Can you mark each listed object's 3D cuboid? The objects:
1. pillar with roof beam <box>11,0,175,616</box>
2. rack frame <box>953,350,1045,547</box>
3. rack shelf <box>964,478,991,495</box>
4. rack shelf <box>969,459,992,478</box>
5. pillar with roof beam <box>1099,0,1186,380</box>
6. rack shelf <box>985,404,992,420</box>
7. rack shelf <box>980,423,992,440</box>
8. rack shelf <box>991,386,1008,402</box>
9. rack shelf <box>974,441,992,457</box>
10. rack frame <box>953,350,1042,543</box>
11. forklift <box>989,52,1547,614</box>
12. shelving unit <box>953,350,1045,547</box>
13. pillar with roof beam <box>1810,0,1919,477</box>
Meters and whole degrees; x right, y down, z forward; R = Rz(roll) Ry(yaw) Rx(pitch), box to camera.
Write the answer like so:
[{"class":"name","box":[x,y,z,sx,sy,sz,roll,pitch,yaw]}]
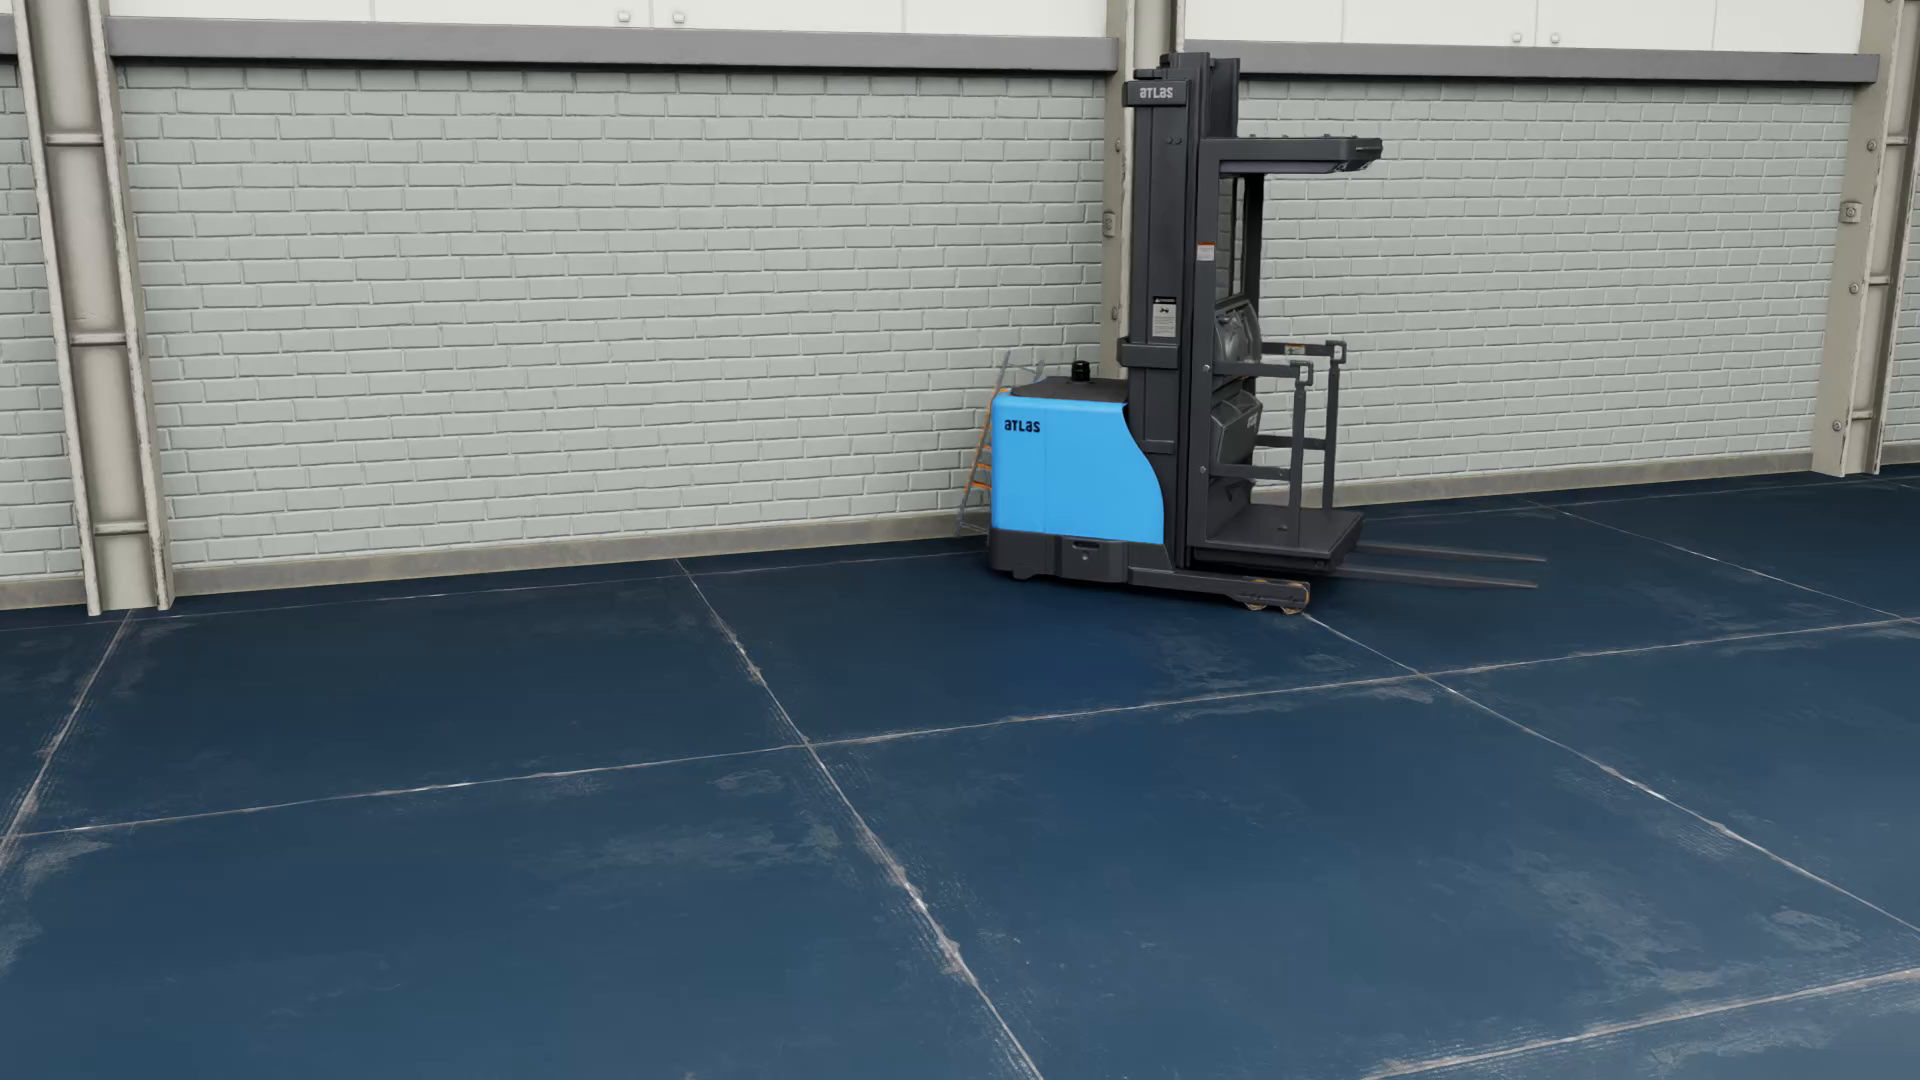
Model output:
[{"class":"pillar with roof beam","box":[-3.170,-3.075,4.123,0.400,9.000,9.100,-4,14,-18]},{"class":"rack frame","box":[0.240,-0.559,10.256,0.240,1.200,0.006,16,6,-4]},{"class":"rack shelf","box":[0.158,-0.299,10.378,0.258,0.103,0.180,16,6,-4]},{"class":"rack shelf","box":[0.191,-0.413,10.365,0.258,0.103,0.180,16,6,-4]},{"class":"pillar with roof beam","box":[2.517,-3.518,5.985,0.400,9.000,9.100,-4,14,-18]},{"class":"rack shelf","box":[0.292,-0.757,10.325,0.258,0.103,0.180,16,6,-4]},{"class":"rack shelf","box":[0.258,-0.642,10.338,0.258,0.103,0.180,16,6,-4]},{"class":"rack shelf","box":[0.325,-0.871,10.311,0.258,0.103,0.180,16,6,-4]},{"class":"rack shelf","box":[0.225,-0.528,10.351,0.258,0.103,0.180,16,6,-4]},{"class":"rack frame","box":[0.234,-0.582,10.437,0.240,1.200,0.006,16,6,-4]},{"class":"forklift","box":[1.734,-1.168,9.221,3.031,2.935,1.130,5,14,22]},{"class":"shelving unit","box":[0.237,-0.570,10.347,0.258,1.200,0.189,16,6,-4]},{"class":"pillar with roof beam","box":[8.204,-3.960,7.847,0.400,9.000,9.100,-4,14,-18]}]
